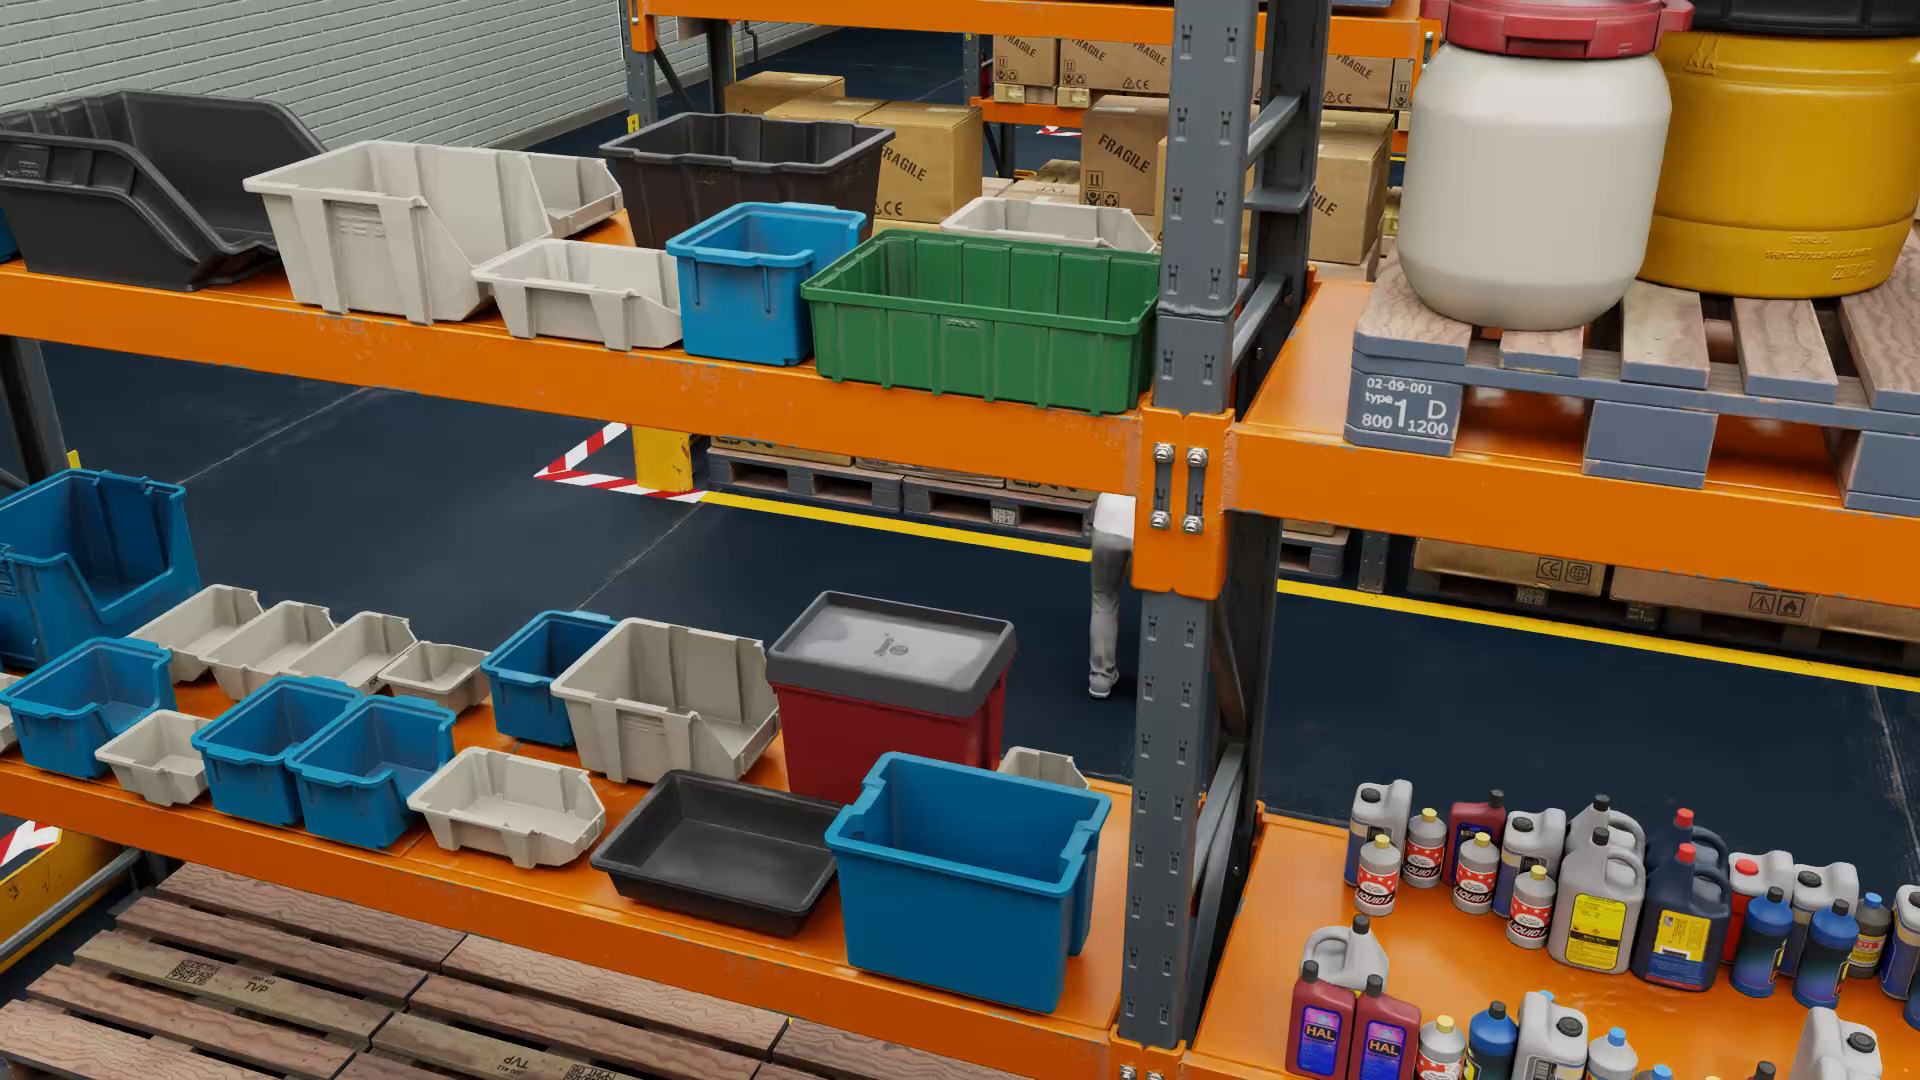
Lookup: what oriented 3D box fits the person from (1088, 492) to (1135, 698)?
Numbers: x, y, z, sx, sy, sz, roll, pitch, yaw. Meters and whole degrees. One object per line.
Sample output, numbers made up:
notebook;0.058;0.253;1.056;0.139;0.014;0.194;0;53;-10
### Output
person;0.834;0.012;7.503;0.412;1.306;0.887;8;27;16
